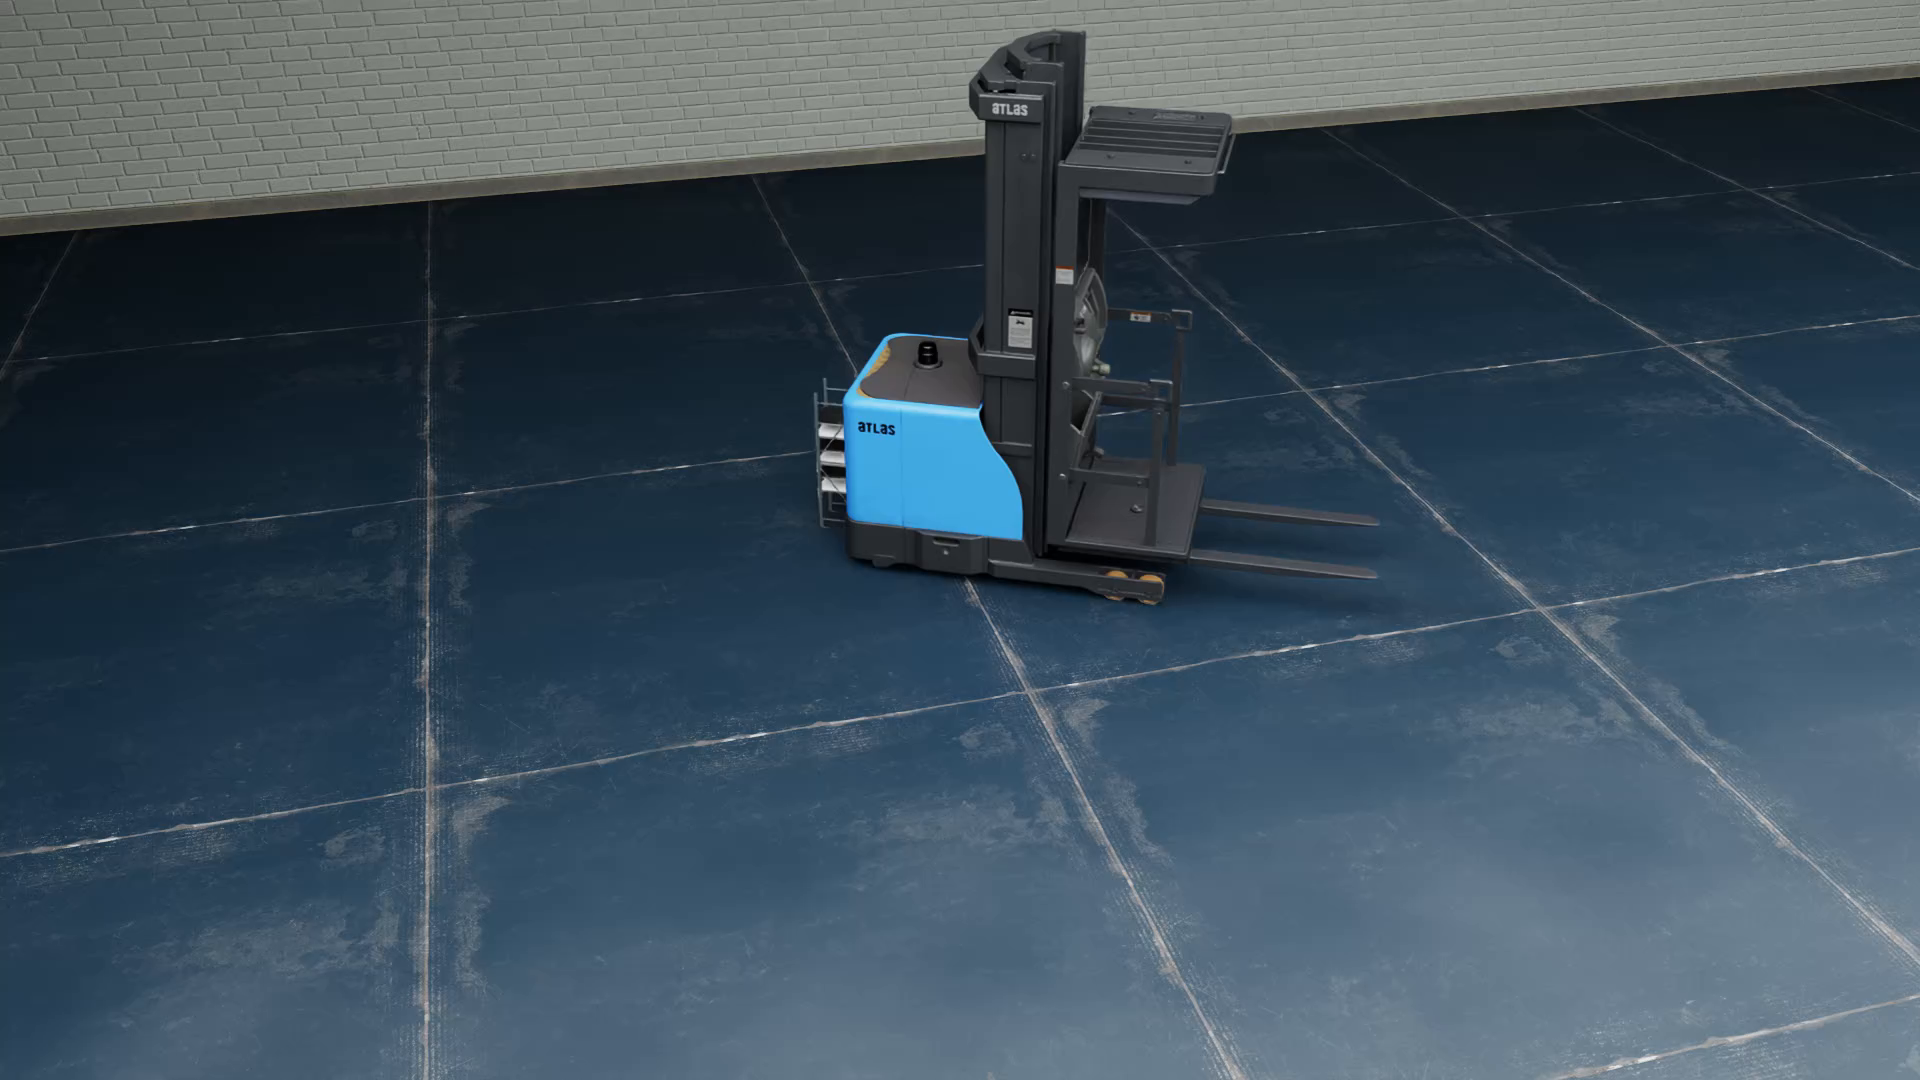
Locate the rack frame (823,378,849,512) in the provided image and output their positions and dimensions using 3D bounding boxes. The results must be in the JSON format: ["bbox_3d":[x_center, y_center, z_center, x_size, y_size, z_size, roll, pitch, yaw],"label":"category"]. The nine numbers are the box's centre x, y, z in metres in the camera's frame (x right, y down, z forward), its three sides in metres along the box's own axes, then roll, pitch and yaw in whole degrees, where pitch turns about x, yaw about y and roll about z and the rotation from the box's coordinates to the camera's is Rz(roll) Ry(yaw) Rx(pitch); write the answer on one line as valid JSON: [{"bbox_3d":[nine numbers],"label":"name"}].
[{"bbox_3d":[-0.692,-0.555,10.041,0.240,0.900,0.006,6,31,10],"label":"rack frame"}]

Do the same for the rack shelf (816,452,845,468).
[{"bbox_3d":[-0.712,-0.476,9.972,0.258,0.077,0.200,6,31,10],"label":"rack shelf"}]

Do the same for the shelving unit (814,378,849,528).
[{"bbox_3d":[-0.712,-0.505,9.955,0.258,0.900,0.210,6,31,10],"label":"shelving unit"}]

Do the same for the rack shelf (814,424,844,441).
[{"bbox_3d":[-0.712,-0.632,9.881,0.258,0.077,0.200,6,31,10],"label":"rack shelf"}]

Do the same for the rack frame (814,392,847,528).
[{"bbox_3d":[-0.733,-0.455,9.869,0.240,0.900,0.006,6,31,10],"label":"rack frame"}]

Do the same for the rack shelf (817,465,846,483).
[{"bbox_3d":[-0.712,-0.398,10.017,0.258,0.077,0.200,6,31,10],"label":"rack shelf"}]

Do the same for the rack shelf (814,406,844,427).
[{"bbox_3d":[-0.712,-0.710,9.836,0.258,0.077,0.200,6,31,10],"label":"rack shelf"}]

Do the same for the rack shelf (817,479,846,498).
[{"bbox_3d":[-0.712,-0.320,10.062,0.258,0.077,0.200,6,31,10],"label":"rack shelf"}]

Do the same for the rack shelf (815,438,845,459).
[{"bbox_3d":[-0.712,-0.554,9.927,0.258,0.077,0.200,6,31,10],"label":"rack shelf"}]

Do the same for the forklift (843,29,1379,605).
[{"bbox_3d":[0.905,-1.199,9.126,3.031,2.935,1.130,7,31,11],"label":"forklift"}]
